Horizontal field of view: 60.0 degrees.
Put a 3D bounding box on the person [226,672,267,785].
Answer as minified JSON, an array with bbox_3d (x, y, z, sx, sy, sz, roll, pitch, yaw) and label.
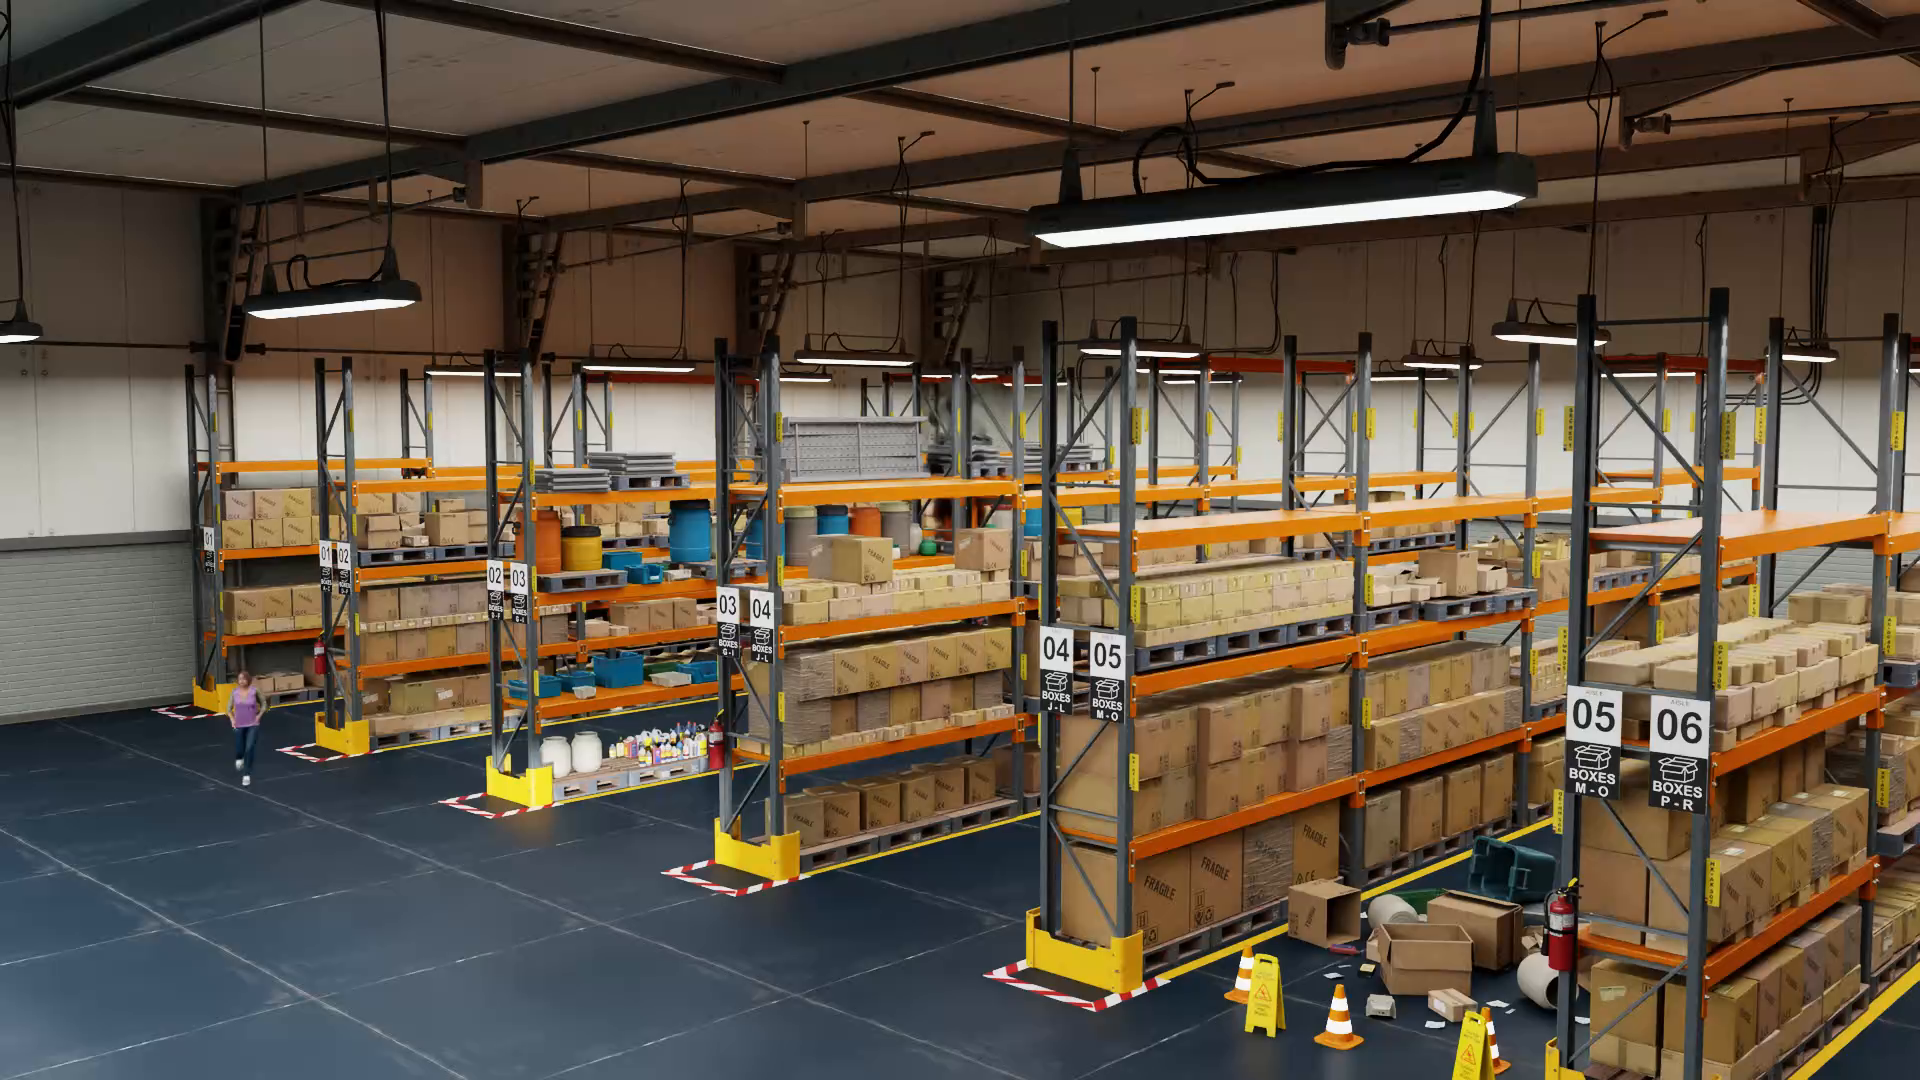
[{"bbox_3d":[-9.964,2.616,23.244,0.531,1.571,0.581,-1,5,-18],"label":"person"}]
